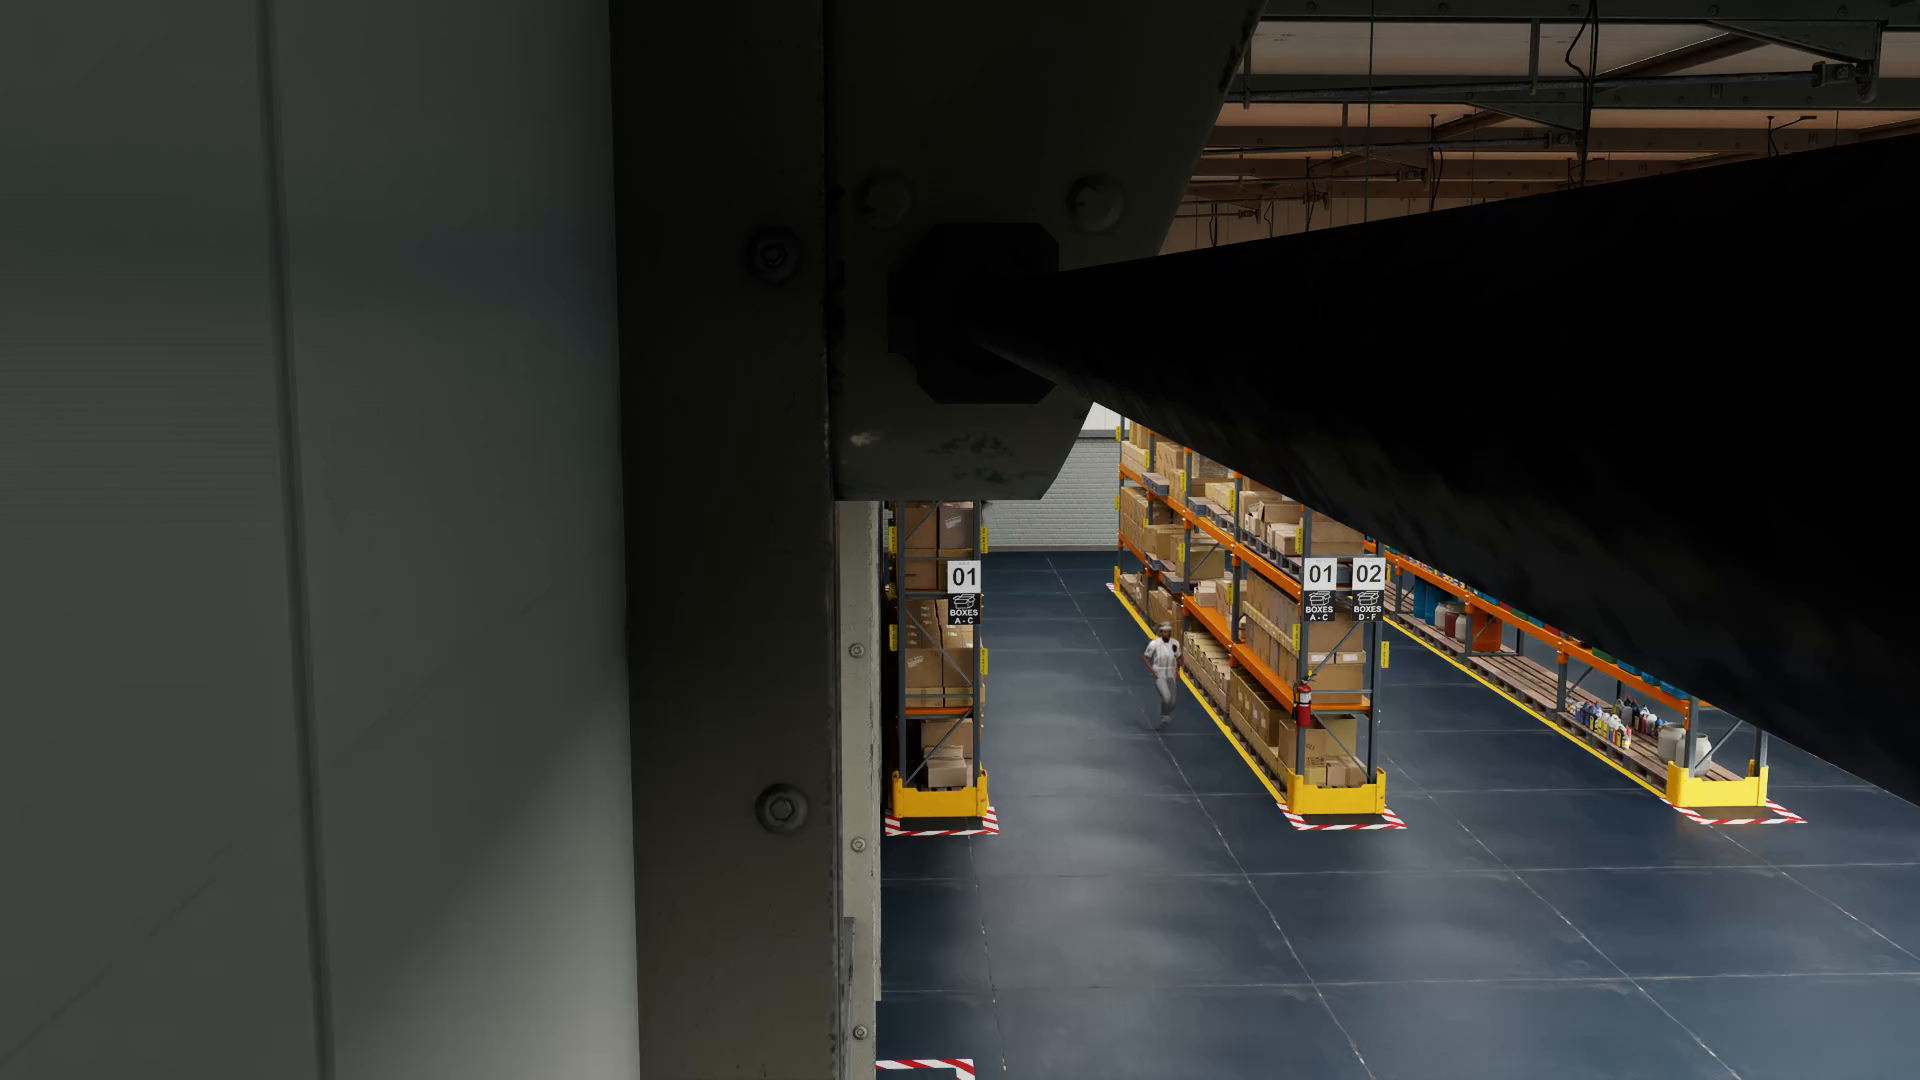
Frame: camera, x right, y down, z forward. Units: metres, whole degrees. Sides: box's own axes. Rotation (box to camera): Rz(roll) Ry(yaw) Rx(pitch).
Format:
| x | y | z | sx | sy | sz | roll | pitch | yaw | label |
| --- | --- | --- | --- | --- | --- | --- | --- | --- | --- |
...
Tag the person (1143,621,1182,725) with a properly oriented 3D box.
| x | y | z | sx | sy | sz | roll | pitch | yaw | label |
| --- | --- | --- | --- | --- | --- | --- | --- | --- | --- |
| 2.951 | 1.952 | 24.074 | 0.587 | 1.612 | 0.715 | -1 | 8 | -8 | person |
